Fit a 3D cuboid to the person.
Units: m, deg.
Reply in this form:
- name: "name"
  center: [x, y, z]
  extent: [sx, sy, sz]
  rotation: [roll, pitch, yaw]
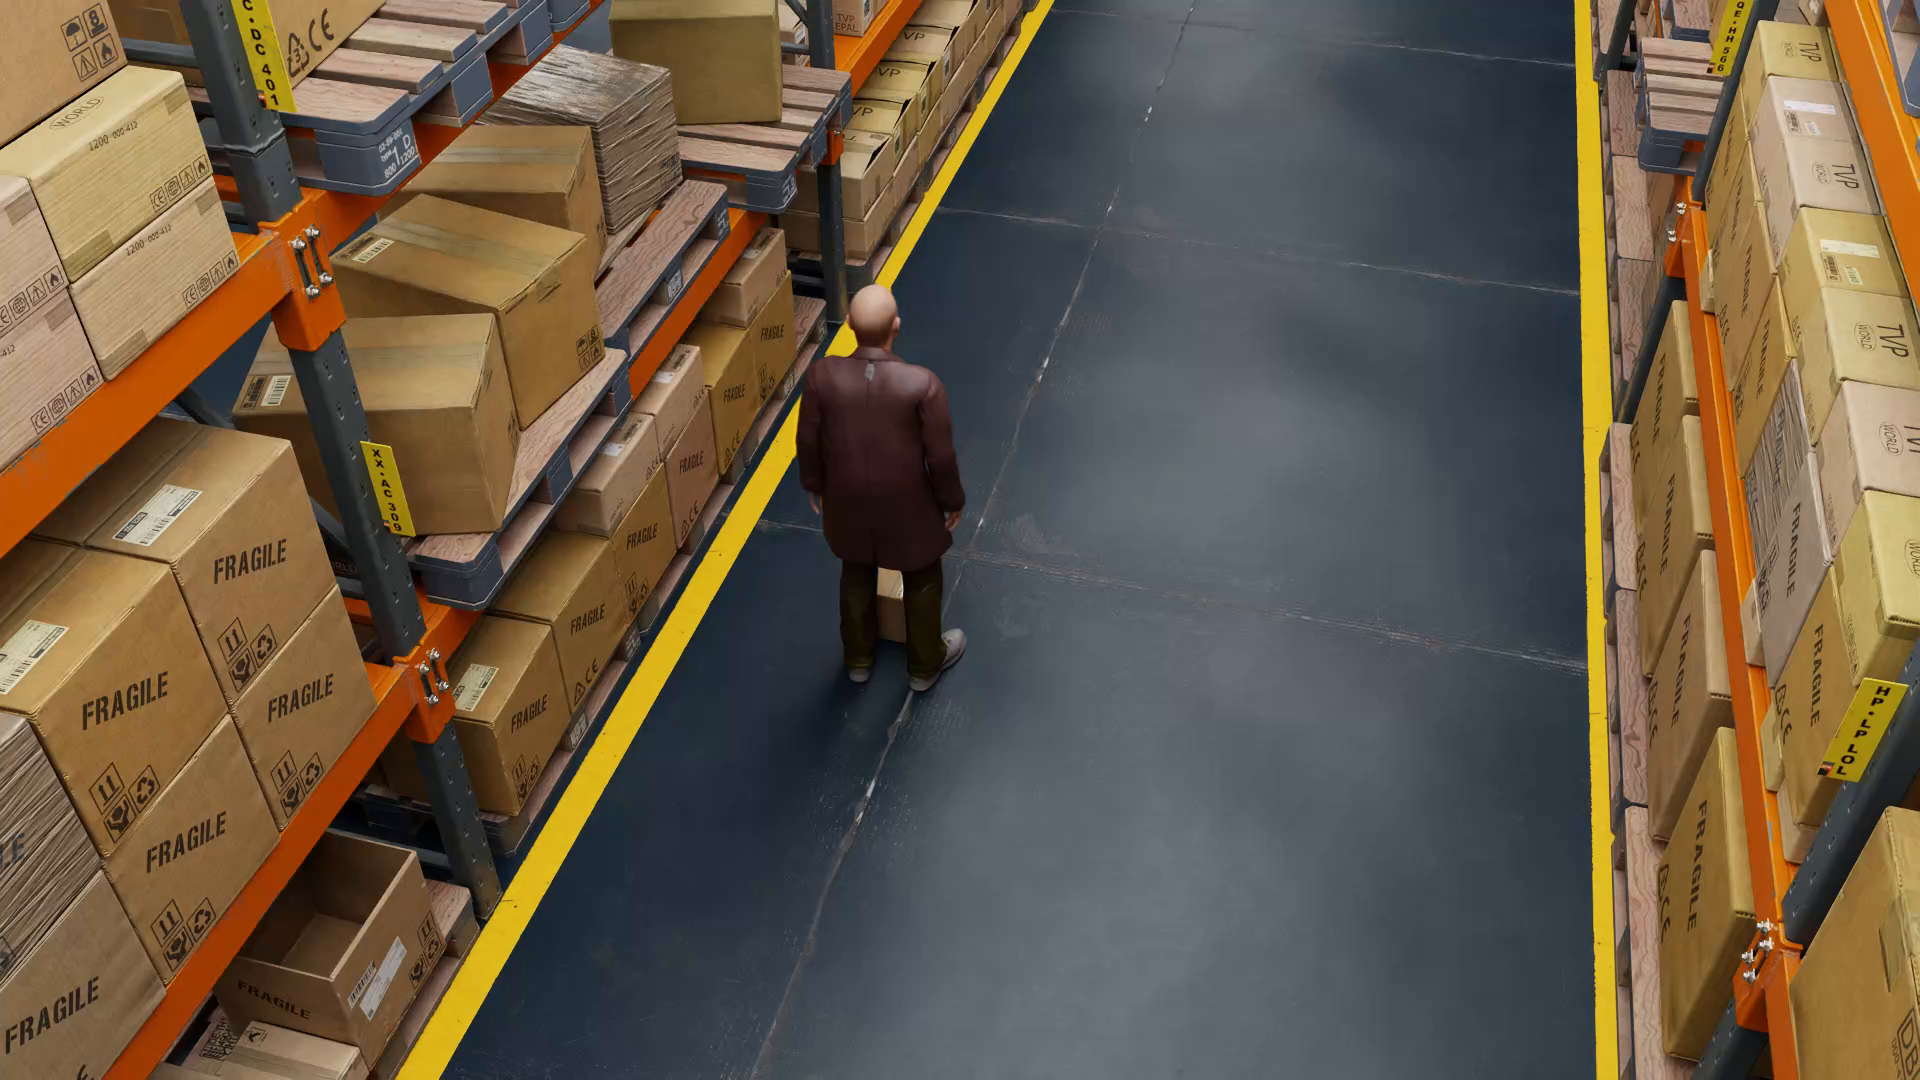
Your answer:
- name: "person"
  center: [-0.297, -0.168, 6.366]
  extent: [0.652, 1.774, 0.420]
  rotation: [9, 41, 11]
